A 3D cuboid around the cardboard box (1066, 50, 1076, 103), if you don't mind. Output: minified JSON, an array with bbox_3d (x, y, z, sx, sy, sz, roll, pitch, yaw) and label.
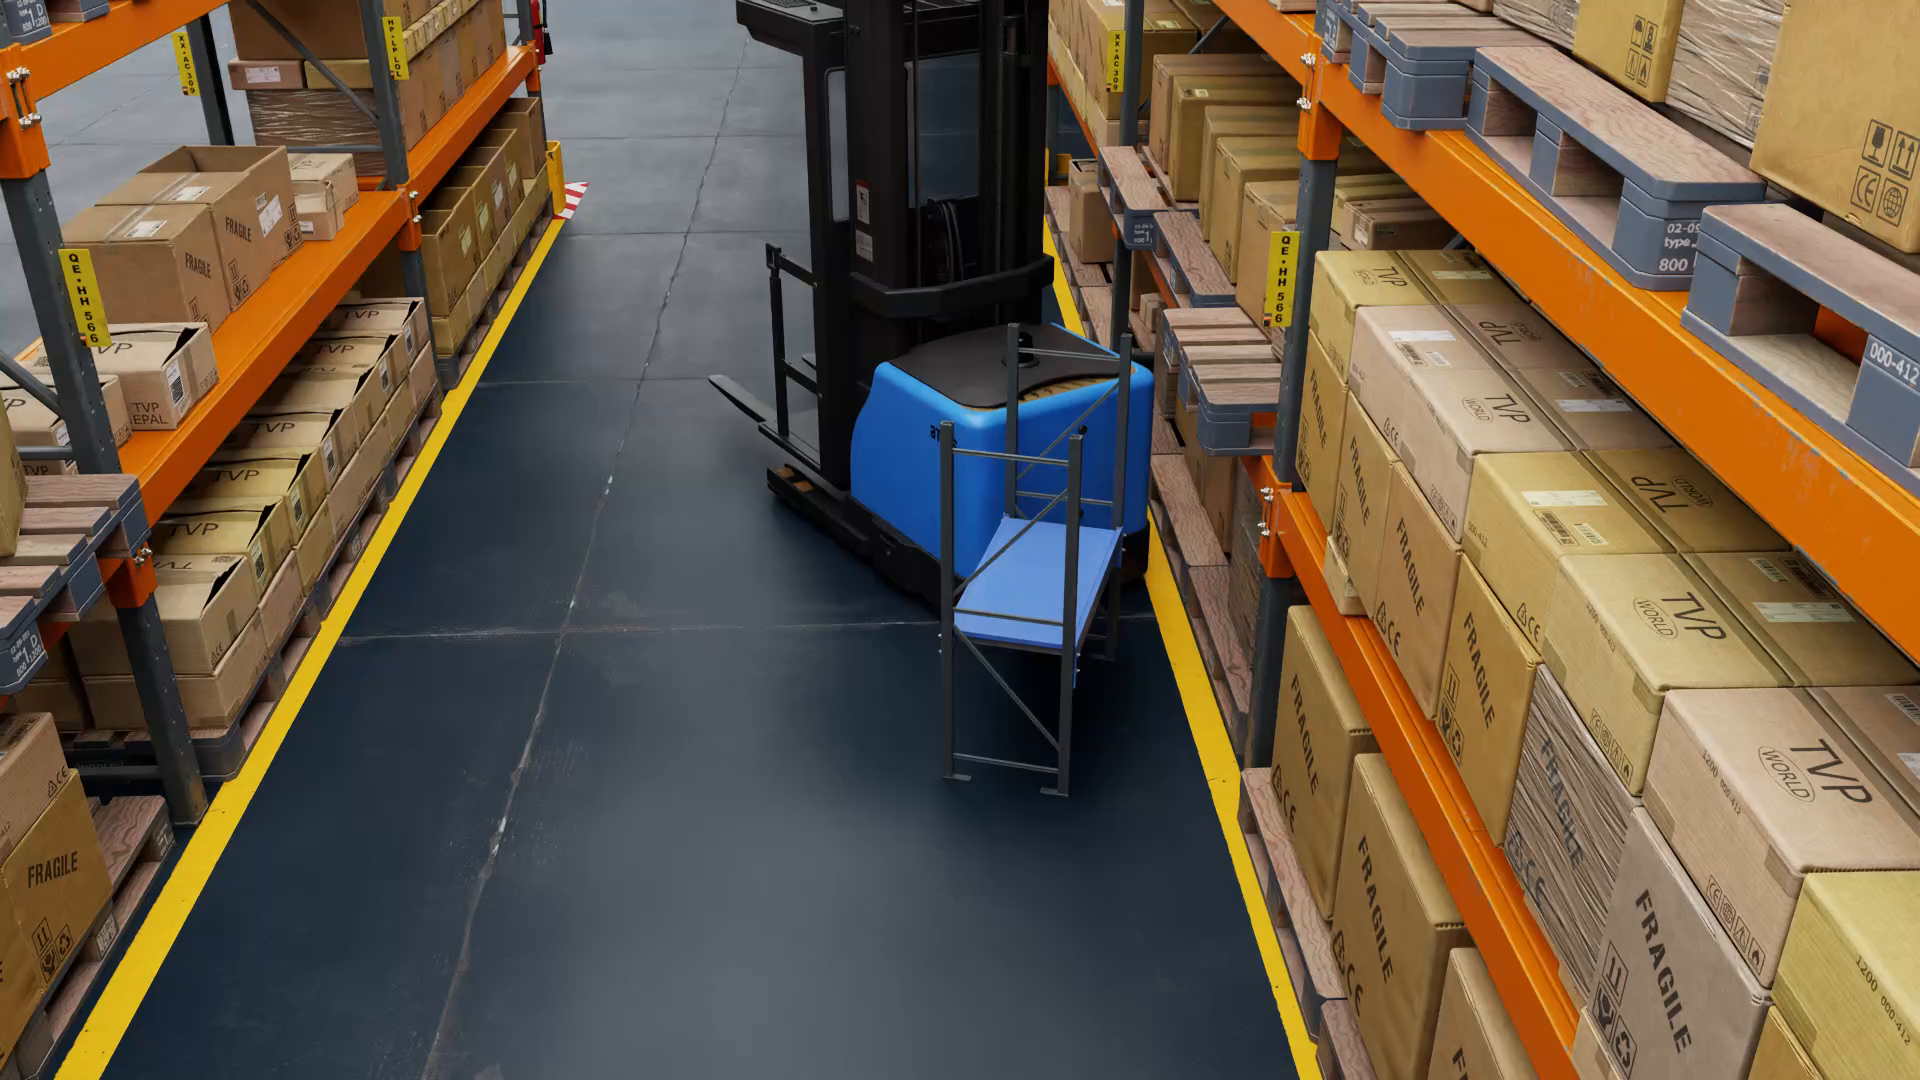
[{"bbox_3d":[0.981,-3.093,11.077,0.500,0.250,0.500,-1,28,-2],"label":"cardboard box"}]

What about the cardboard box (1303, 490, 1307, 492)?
[{"bbox_3d":[1.548,-0.413,7.214,0.500,0.250,0.500,-1,28,-2],"label":"cardboard box"}]

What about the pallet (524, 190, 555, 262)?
[{"bbox_3d":[-3.678,-2.382,12.589,1.003,0.211,1.213,-1,28,-3],"label":"pallet"}]

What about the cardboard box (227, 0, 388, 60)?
[{"bbox_3d":[-3.580,-2.948,9.147,0.700,0.500,0.500,-1,28,-2],"label":"cardboard box"}]

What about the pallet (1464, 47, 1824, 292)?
[{"bbox_3d":[1.753,-0.831,3.560,1.003,0.211,1.213,0,28,0],"label":"pallet"}]

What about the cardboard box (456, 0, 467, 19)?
[{"bbox_3d":[-3.481,-3.533,10.970,0.380,0.149,0.250,-1,28,-1],"label":"cardboard box"}]

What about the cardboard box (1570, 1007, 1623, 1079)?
[{"bbox_3d":[1.435,1.046,3.251,0.380,0.149,0.250,-1,28,-3],"label":"cardboard box"}]

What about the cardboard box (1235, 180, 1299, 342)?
[{"bbox_3d":[1.514,-1.111,6.553,0.700,0.500,0.500,-4,28,-7],"label":"cardboard box"}]

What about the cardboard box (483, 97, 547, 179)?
[{"bbox_3d":[-3.435,-3.030,12.523,0.500,0.500,0.500,-1,28,-3],"label":"cardboard box"}]

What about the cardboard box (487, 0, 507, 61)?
[{"bbox_3d":[-3.748,-3.799,12.182,0.700,0.500,0.500,-1,28,-3],"label":"cardboard box"}]

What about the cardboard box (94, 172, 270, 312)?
[{"bbox_3d":[-3.474,-1.338,7.463,0.500,0.500,0.500,-1,28,-3],"label":"cardboard box"}]

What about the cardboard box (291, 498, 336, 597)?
[{"bbox_3d":[-3.137,0.036,7.457,0.500,0.250,0.500,-2,28,-4],"label":"cardboard box"}]

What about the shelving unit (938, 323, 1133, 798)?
[{"bbox_3d":[0.306,0.057,6.518,0.538,1.500,1.048,7,28,13],"label":"shelving unit"}]

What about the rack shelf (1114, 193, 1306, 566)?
[{"bbox_3d":[1.500,-1.002,7.705,1.077,0.370,4.000,-1,28,-3],"label":"rack shelf"}]

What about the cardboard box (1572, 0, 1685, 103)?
[{"bbox_3d":[1.783,-1.245,3.566,0.700,0.500,0.500,0,28,0],"label":"cardboard box"}]

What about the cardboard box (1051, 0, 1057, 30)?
[{"bbox_3d":[0.927,-3.910,11.834,0.500,0.500,0.500,-1,28,-2],"label":"cardboard box"}]

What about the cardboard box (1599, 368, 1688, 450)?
[{"bbox_3d":[1.934,-0.235,4.195,0.500,0.250,0.500,-2,28,-4],"label":"cardboard box"}]

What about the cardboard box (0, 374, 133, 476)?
[{"bbox_3d":[-3.318,-0.405,5.880,0.500,0.311,0.500,0,28,1],"label":"cardboard box"}]

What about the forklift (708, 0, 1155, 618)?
[{"bbox_3d":[-0.343,-1.542,8.037,1.130,2.935,3.031,-17,32,-29],"label":"forklift"}]

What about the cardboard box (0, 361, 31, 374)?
[{"bbox_3d":[-3.665,-0.573,6.377,0.380,0.149,0.250,-1,28,-3],"label":"cardboard box"}]

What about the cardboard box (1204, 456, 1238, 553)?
[{"bbox_3d":[1.550,-0.285,7.780,0.700,0.500,0.500,-2,28,-3],"label":"cardboard box"}]

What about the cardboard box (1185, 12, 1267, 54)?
[{"bbox_3d":[1.580,-2.741,9.592,0.500,0.500,0.500,-2,28,-4],"label":"cardboard box"}]

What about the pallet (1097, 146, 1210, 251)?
[{"bbox_3d":[1.290,-1.803,8.671,1.003,0.211,1.213,-1,28,-3],"label":"pallet"}]

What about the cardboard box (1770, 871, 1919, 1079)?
[{"bbox_3d":[1.534,0.723,2.358,0.500,0.250,0.500,-1,28,-1],"label":"cardboard box"}]

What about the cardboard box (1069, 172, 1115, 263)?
[{"bbox_3d":[1.151,-2.254,11.554,0.700,0.500,0.500,-3,28,-6],"label":"cardboard box"}]

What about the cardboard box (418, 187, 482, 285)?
[{"bbox_3d":[-3.297,-1.875,10.310,0.500,0.500,0.500,-1,28,-3],"label":"cardboard box"}]

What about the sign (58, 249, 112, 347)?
[{"bbox_3d":[-2.801,-0.772,5.319,0.100,0.325,0.005,-1,28,-3],"label":"sign"}]

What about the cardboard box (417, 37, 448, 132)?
[{"bbox_3d":[-3.637,-2.848,10.358,0.700,0.500,0.500,-1,28,-2],"label":"cardboard box"}]

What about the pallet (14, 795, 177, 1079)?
[{"bbox_3d":[-3.341,1.306,5.517,1.003,0.211,1.213,-1,28,-3],"label":"pallet"}]

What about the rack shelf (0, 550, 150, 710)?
[{"bbox_3d":[-3.238,0.967,3.931,1.077,0.370,4.000,-1,28,-3],"label":"rack shelf"}]

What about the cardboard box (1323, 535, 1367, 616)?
[{"bbox_3d":[1.324,0.104,5.057,0.380,0.149,0.250,-1,28,-1],"label":"cardboard box"}]

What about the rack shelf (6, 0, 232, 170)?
[{"bbox_3d":[-3.447,-2.211,6.779,1.077,0.370,4.000,-1,28,-3],"label":"rack shelf"}]

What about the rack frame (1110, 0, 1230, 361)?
[{"bbox_3d":[1.396,-2.245,9.310,1.000,3.000,0.127,-1,28,-3],"label":"rack frame"}]

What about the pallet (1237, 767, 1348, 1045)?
[{"bbox_3d":[1.570,1.205,5.711,1.003,0.211,1.213,-1,28,-3],"label":"pallet"}]

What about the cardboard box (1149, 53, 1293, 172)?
[{"bbox_3d":[1.388,-2.248,8.733,0.700,0.500,0.500,-1,28,-2],"label":"cardboard box"}]

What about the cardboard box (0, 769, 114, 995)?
[{"bbox_3d":[-3.059,1.064,5.194,0.500,0.500,0.500,0,28,-1],"label":"cardboard box"}]

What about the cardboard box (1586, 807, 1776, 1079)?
[{"bbox_3d":[1.501,0.822,2.978,0.500,0.500,0.500,-1,28,-2],"label":"cardboard box"}]

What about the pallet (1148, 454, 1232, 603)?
[{"bbox_3d":[1.505,-0.084,8.183,1.003,0.211,1.213,-1,28,-3],"label":"pallet"}]

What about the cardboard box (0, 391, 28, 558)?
[{"bbox_3d":[-3.197,-0.218,4.863,0.700,0.500,0.500,-11,29,-20],"label":"cardboard box"}]

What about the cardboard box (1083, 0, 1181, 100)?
[{"bbox_3d":[1.030,-2.961,10.012,0.500,0.500,0.500,-2,28,-3],"label":"cardboard box"}]

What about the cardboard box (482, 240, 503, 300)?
[{"bbox_3d":[-3.314,-1.774,10.927,0.500,0.250,0.500,-1,28,-3],"label":"cardboard box"}]

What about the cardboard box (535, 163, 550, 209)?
[{"bbox_3d":[-3.437,-2.697,12.697,0.500,0.250,0.500,-1,28,-3],"label":"cardboard box"}]

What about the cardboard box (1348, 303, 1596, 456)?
[{"bbox_3d":[1.400,-0.451,4.608,0.500,0.250,0.500,-2,28,-3],"label":"cardboard box"}]

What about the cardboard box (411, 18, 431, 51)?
[{"bbox_3d":[-3.426,-3.056,10.055,0.380,0.149,0.250,-2,28,-4],"label":"cardboard box"}]

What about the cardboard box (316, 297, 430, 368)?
[{"bbox_3d":[-3.244,-1.159,9.141,0.500,0.311,0.500,-1,28,-3],"label":"cardboard box"}]

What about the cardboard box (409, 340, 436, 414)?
[{"bbox_3d":[-3.240,-0.906,9.262,0.500,0.250,0.500,-2,28,-3],"label":"cardboard box"}]

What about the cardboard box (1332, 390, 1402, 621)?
[{"bbox_3d":[1.392,-0.110,4.765,0.500,0.500,0.500,0,28,-1],"label":"cardboard box"}]

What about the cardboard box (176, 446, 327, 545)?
[{"bbox_3d":[-3.136,-0.219,7.338,0.500,0.311,0.500,-2,28,-4],"label":"cardboard box"}]

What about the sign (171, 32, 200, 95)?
[{"bbox_3d":[-4.105,-2.528,8.832,0.100,0.325,0.005,-1,28,-3],"label":"sign"}]
